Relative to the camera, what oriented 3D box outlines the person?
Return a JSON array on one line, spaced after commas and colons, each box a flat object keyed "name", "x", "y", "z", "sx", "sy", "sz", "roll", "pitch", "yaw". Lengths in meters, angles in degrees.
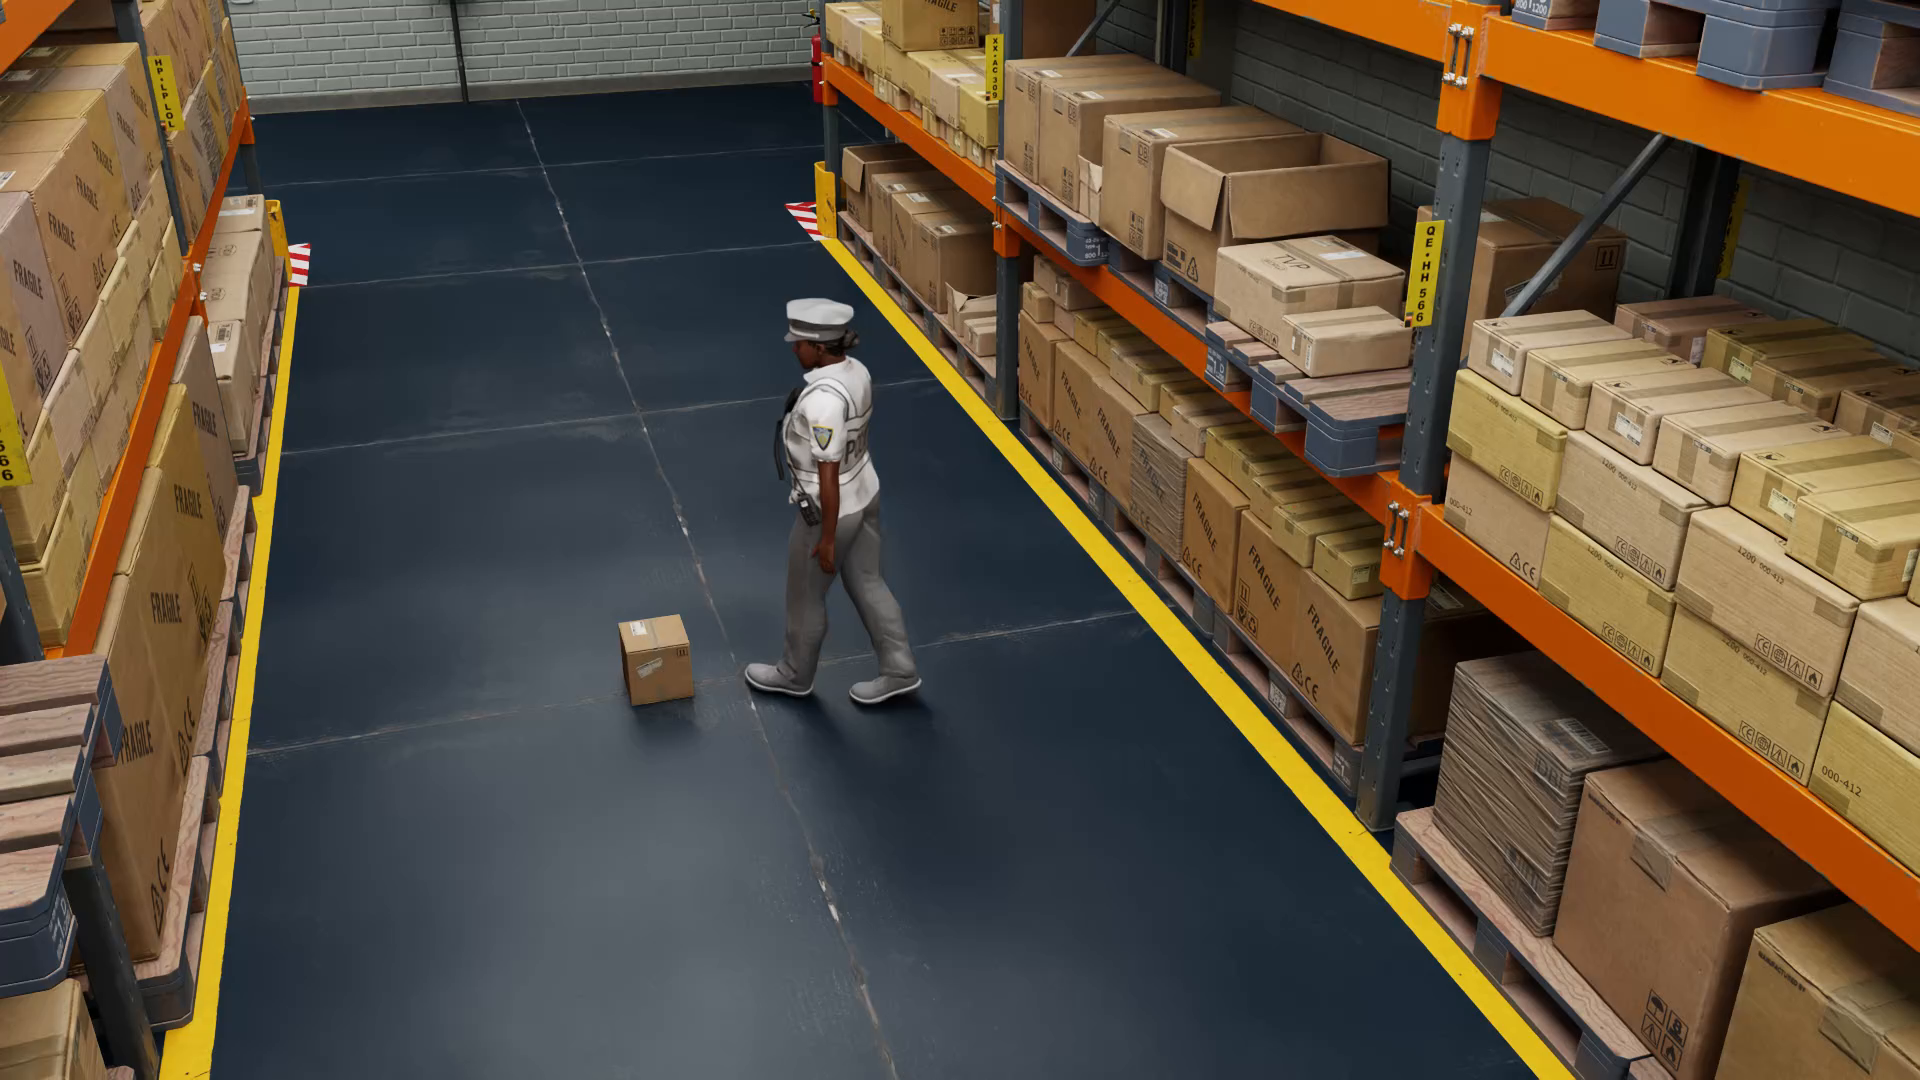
[{"name": "person", "x": -0.522, "y": -0.117, "z": 6.343, "sx": 0.726, "sy": 1.650, "sz": 0.465, "roll": 8, "pitch": 28, "yaw": 15}]
